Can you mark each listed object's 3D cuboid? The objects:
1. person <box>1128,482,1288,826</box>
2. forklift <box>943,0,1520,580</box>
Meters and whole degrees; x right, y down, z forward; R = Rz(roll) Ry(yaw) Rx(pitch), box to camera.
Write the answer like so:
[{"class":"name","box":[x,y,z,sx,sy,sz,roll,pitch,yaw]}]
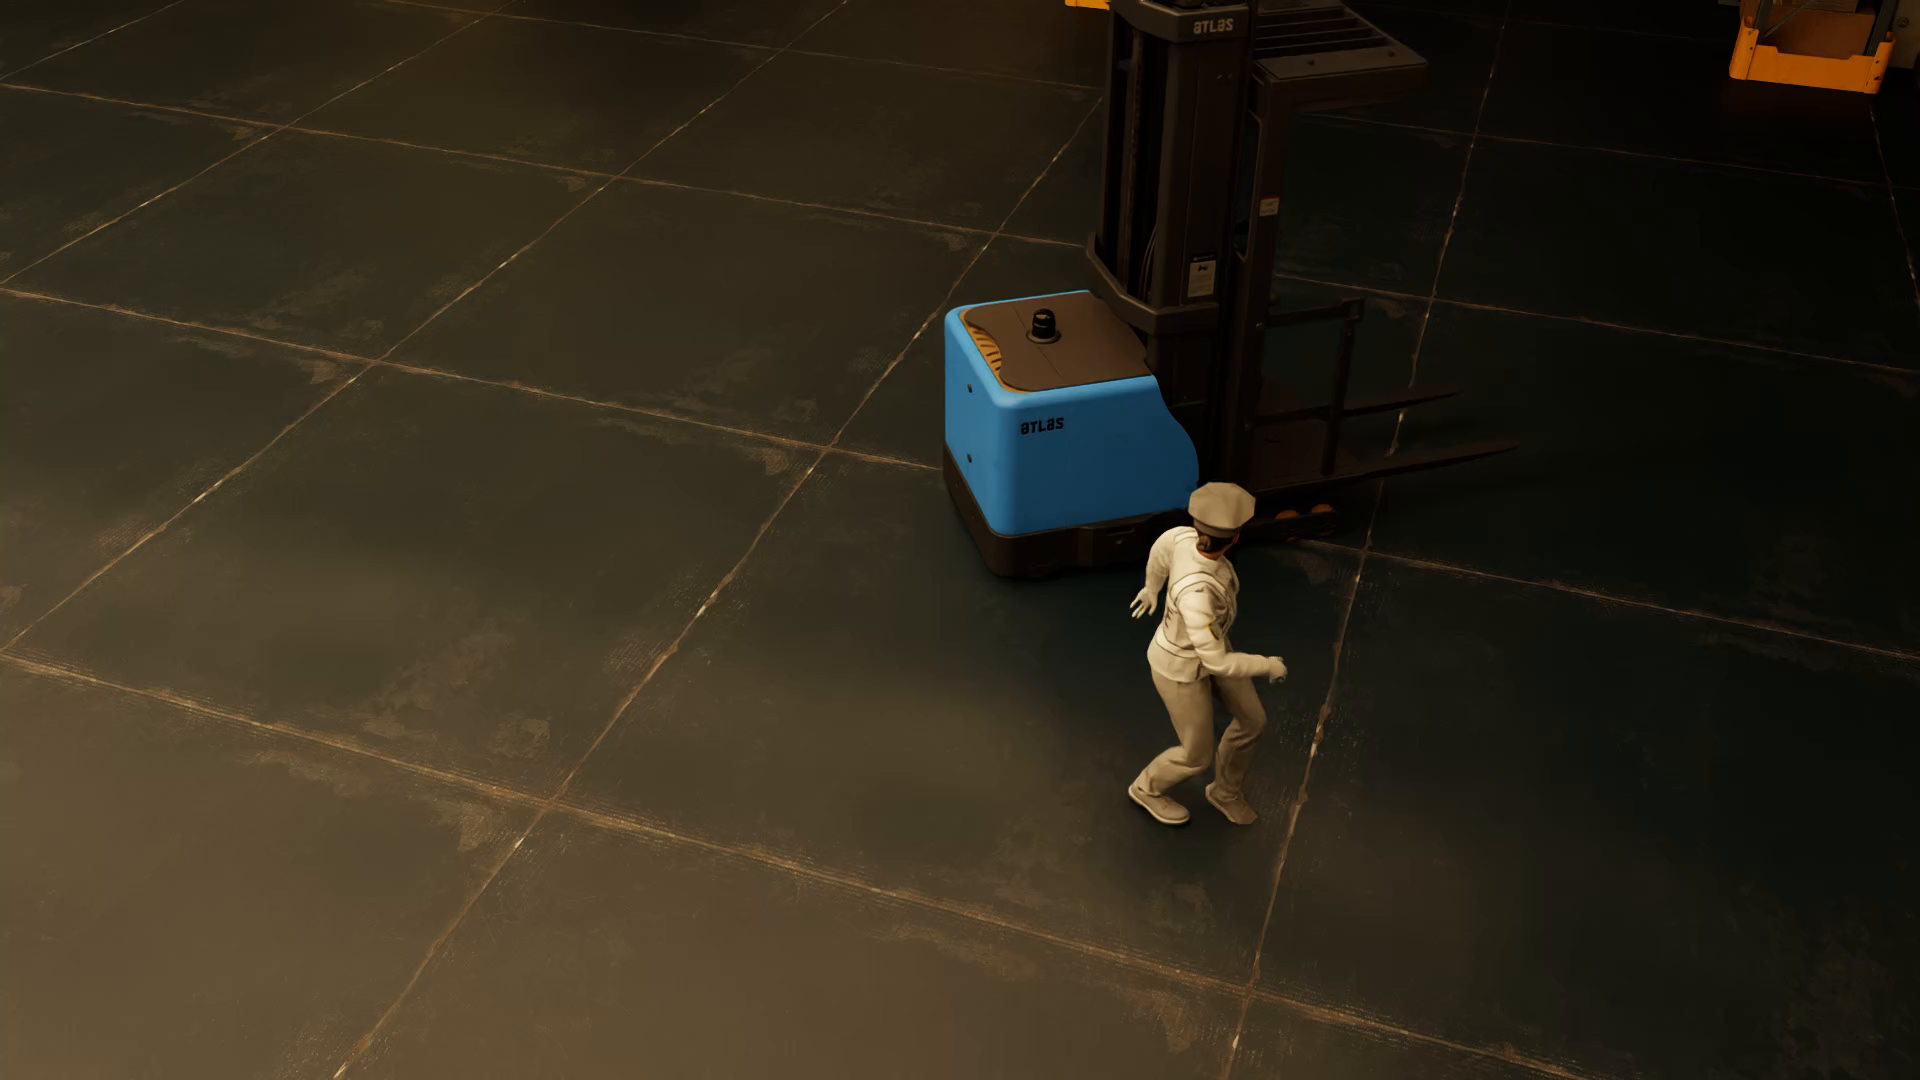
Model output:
[{"class":"person","box":[0.933,0.504,6.601,0.734,1.666,0.577,16,39,22]},{"class":"forklift","box":[1.483,-1.471,8.186,3.031,2.935,1.130,-9,36,-13]}]
